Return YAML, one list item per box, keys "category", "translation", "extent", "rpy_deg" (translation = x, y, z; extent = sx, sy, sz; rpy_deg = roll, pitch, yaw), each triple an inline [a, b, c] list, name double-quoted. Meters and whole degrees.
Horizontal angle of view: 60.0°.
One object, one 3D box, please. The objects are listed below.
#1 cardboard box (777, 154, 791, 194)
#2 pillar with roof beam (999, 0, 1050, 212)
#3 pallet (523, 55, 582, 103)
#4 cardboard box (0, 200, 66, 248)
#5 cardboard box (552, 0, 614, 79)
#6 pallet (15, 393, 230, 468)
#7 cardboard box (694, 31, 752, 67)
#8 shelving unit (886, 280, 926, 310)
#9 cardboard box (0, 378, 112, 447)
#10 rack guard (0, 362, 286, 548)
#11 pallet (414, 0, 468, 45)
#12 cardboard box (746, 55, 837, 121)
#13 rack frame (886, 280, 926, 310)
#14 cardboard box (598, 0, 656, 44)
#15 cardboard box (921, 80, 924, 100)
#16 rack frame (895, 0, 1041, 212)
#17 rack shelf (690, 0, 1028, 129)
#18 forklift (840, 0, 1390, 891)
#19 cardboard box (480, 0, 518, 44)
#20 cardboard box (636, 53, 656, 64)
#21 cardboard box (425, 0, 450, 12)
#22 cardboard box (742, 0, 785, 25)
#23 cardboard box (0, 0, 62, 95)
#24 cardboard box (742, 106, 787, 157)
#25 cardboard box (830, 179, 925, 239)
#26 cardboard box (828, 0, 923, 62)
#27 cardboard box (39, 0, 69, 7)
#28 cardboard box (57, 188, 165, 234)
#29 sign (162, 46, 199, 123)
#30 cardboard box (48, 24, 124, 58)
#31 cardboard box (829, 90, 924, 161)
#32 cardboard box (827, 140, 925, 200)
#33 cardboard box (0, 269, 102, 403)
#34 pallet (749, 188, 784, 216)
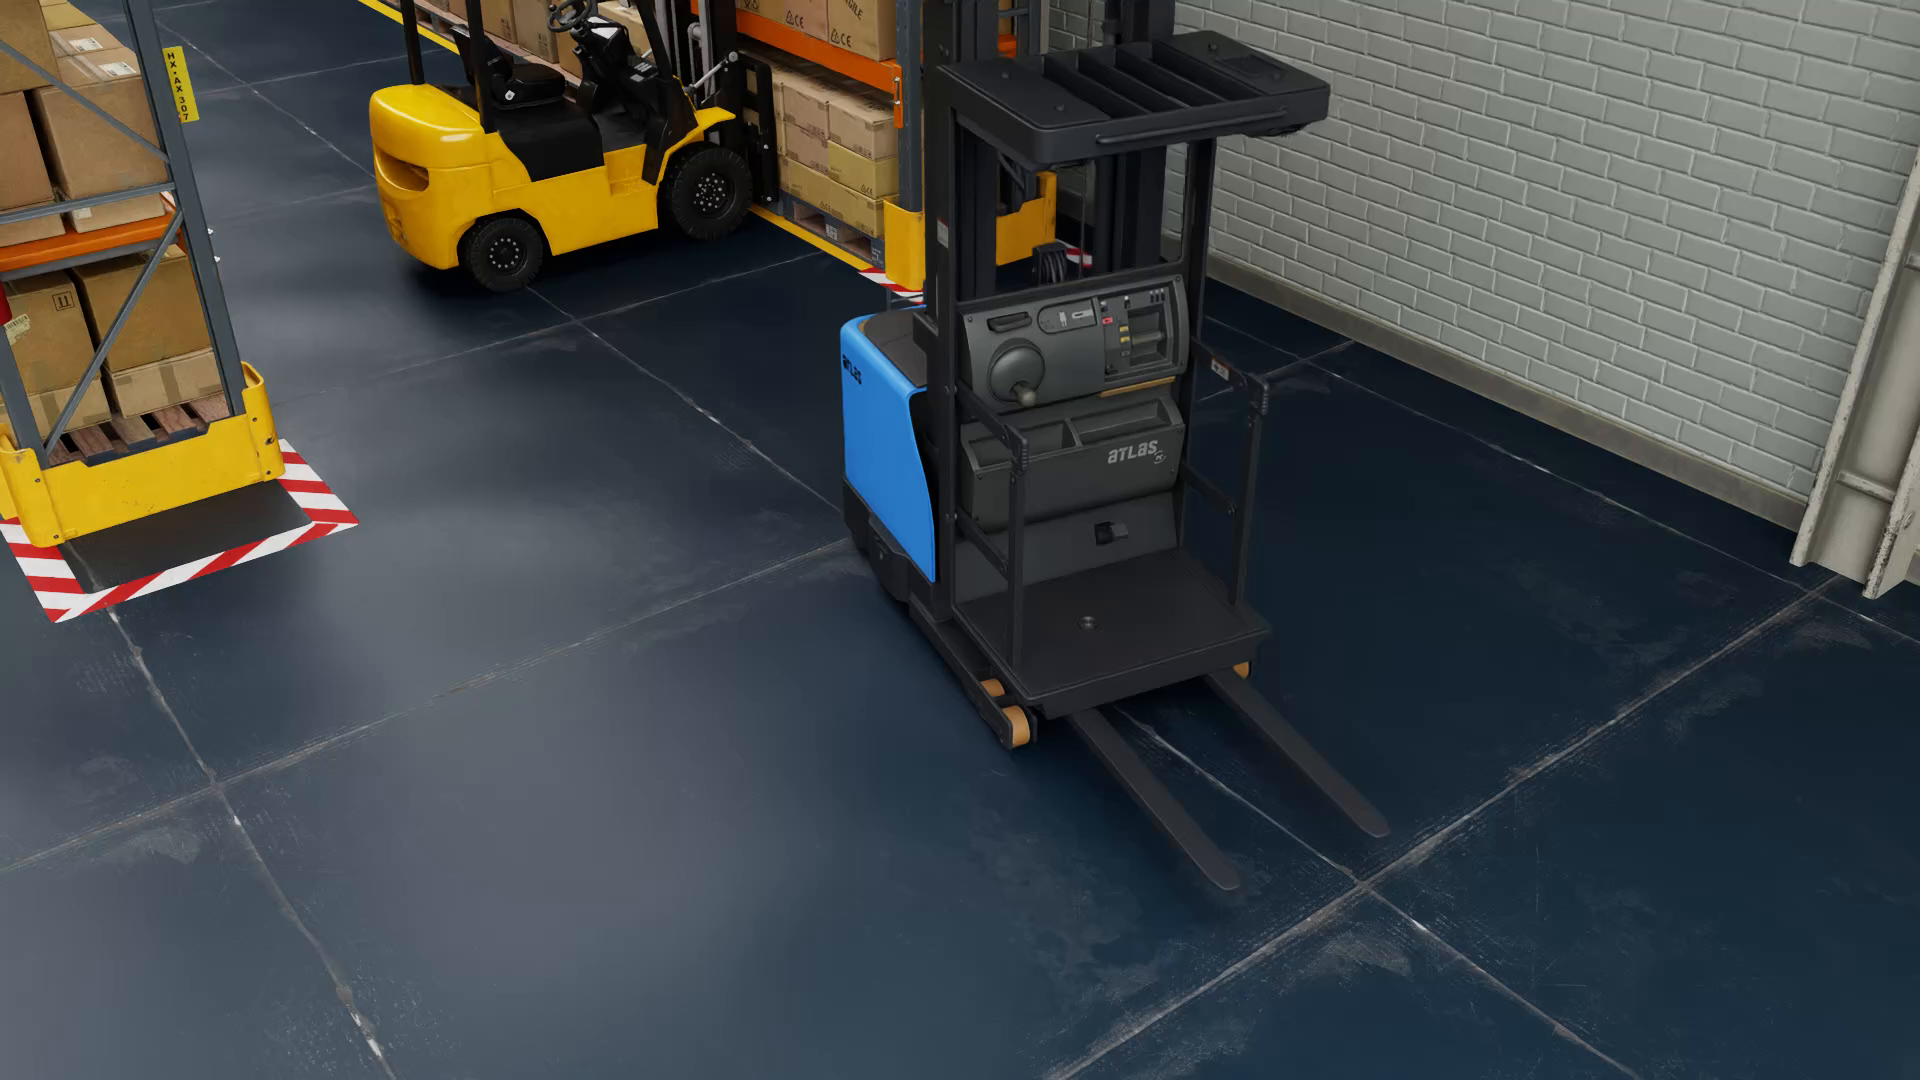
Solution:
- category: "cardboard box"
  translation: [-1.076, -2.587, 11.280]
  extent: [0.500, 0.250, 0.500]
  rpy_deg: [-22, 38, -31]
- category: "pillar with roof beam"
  translation: [-3.056, -4.799, 6.947]
  extent: [9.100, 9.000, 0.400]
  rpy_deg: [-22, 38, -31]
- category: "pallet"
  translation: [-2.876, -3.838, 13.730]
  extent: [1.003, 0.211, 1.213]
  rpy_deg: [-22, 38, -31]
- category: "cardboard box"
  translation: [-4.258, -1.434, 7.453]
  extent: [0.380, 0.149, 0.250]
  rpy_deg: [-21, 37, -30]
- category: "cardboard box"
  translation: [-2.722, -4.112, 13.380]
  extent: [0.875, 0.625, 0.625]
  rpy_deg: [-20, 37, -29]
- category: "pallet"
  translation: [-4.376, -0.651, 8.598]
  extent: [1.003, 0.211, 1.213]
  rpy_deg: [-22, 38, -31]
- category: "cardboard box"
  translation: [-1.725, -3.440, 11.706]
  extent: [0.500, 0.250, 0.500]
  rpy_deg: [-21, 37, -30]
- category: "shelving unit"
  translation: [-0.196, -0.678, 7.847]
  extent: [0.215, 1.050, 0.252]
  rpy_deg: [-14, 34, -21]
- category: "cardboard box"
  translation: [-4.582, -0.724, 8.280]
  extent: [0.500, 0.250, 0.500]
  rpy_deg: [-22, 38, -32]
- category: "rack guard"
  translation: [-3.906, -0.423, 7.958]
  extent: [1.175, 0.500, 0.348]
  rpy_deg: [-22, 38, -31]
- category: "pallet"
  translation: [-4.373, -4.855, 15.367]
  extent: [1.003, 0.211, 1.213]
  rpy_deg: [-22, 38, -31]
- category: "cardboard box"
  translation: [-1.105, -3.005, 11.006]
  extent: [0.500, 0.250, 0.500]
  rpy_deg: [-22, 38, -31]
- category: "rack frame"
  translation: [-0.247, -0.736, 7.941]
  extent: [0.200, 1.050, 0.008]
  rpy_deg: [-14, 34, -21]
- category: "cardboard box"
  translation: [-2.345, -3.860, 12.383]
  extent: [0.500, 0.250, 0.500]
  rpy_deg: [-23, 39, -32]
- category: "cardboard box"
  translation: [-0.086, -2.758, 10.608]
  extent: [0.500, 0.250, 0.500]
  rpy_deg: [-23, 39, -32]
- category: "rack frame"
  translation: [0.059, -3.061, 9.836]
  extent: [1.000, 3.000, 0.127]
  rpy_deg: [-22, 38, -31]
- category: "rack shelf"
  translation: [-1.167, -3.589, 11.368]
  extent: [1.077, 0.370, 4.000]
  rpy_deg: [-22, 38, -31]
- category: "forklift"
  translation: [0.539, -0.700, 6.100]
  extent: [1.130, 2.935, 3.031]
  rpy_deg: [-14, 34, -21]
- category: "cardboard box"
  translation: [-3.655, -4.750, 14.408]
  extent: [0.875, 0.625, 0.625]
  rpy_deg: [-24, 39, -33]
- category: "cardboard box"
  translation: [-2.030, -3.440, 12.180]
  extent: [0.500, 0.250, 0.500]
  rpy_deg: [-22, 38, -32]
- category: "cardboard box"
  translation: [-4.475, -5.300, 15.294]
  extent: [0.875, 0.625, 0.625]
  rpy_deg: [-21, 38, -30]
- category: "cardboard box"
  translation: [-1.075, -3.656, 10.699]
  extent: [0.500, 0.500, 0.500]
  rpy_deg: [-23, 39, -32]
- category: "cardboard box"
  translation: [-4.345, -2.189, 7.108]
  extent: [0.700, 0.500, 0.500]
  rpy_deg: [-23, 39, -33]
- category: "cardboard box"
  translation: [-1.118, -2.806, 11.160]
  extent: [0.500, 0.250, 0.500]
  rpy_deg: [-23, 39, -32]
- category: "cardboard box"
  translation: [-0.478, -2.165, 10.601]
  extent: [0.500, 0.250, 0.500]
  rpy_deg: [-22, 38, -31]
- category: "cardboard box"
  translation: [-0.450, -3.224, 10.003]
  extent: [0.500, 0.500, 0.500]
  rpy_deg: [-23, 39, -32]
- category: "cardboard box"
  translation: [-4.883, -2.546, 8.629]
  extent: [0.500, 0.500, 0.500]
  rpy_deg: [-23, 39, -32]
- category: "cardboard box"
  translation: [-3.904, -1.555, 7.650]
  extent: [0.380, 0.149, 0.250]
  rpy_deg: [-22, 38, -31]
- category: "sign"
  translation: [-3.431, -1.997, 7.302]
  extent: [0.100, 0.325, 0.005]
  rpy_deg: [-22, 38, -31]
- category: "cardboard box"
  translation: [-4.251, -2.124, 7.951]
  extent: [0.500, 0.500, 0.500]
  rpy_deg: [-21, 38, -30]
- category: "cardboard box"
  translation: [-0.470, -2.587, 10.333]
  extent: [0.500, 0.250, 0.500]
  rpy_deg: [-21, 37, -30]
- category: "cardboard box"
  translation: [-0.486, -2.386, 10.482]
  extent: [0.500, 0.250, 0.500]
  rpy_deg: [-23, 38, -32]
- category: "cardboard box"
  translation: [-4.557, -1.032, 8.066]
  extent: [0.500, 0.500, 0.500]
  rpy_deg: [-22, 38, -31]
- category: "pallet"
  translation: [-1.187, -2.690, 11.881]
  extent: [1.003, 0.211, 1.213]
  rpy_deg: [-22, 38, -31]
